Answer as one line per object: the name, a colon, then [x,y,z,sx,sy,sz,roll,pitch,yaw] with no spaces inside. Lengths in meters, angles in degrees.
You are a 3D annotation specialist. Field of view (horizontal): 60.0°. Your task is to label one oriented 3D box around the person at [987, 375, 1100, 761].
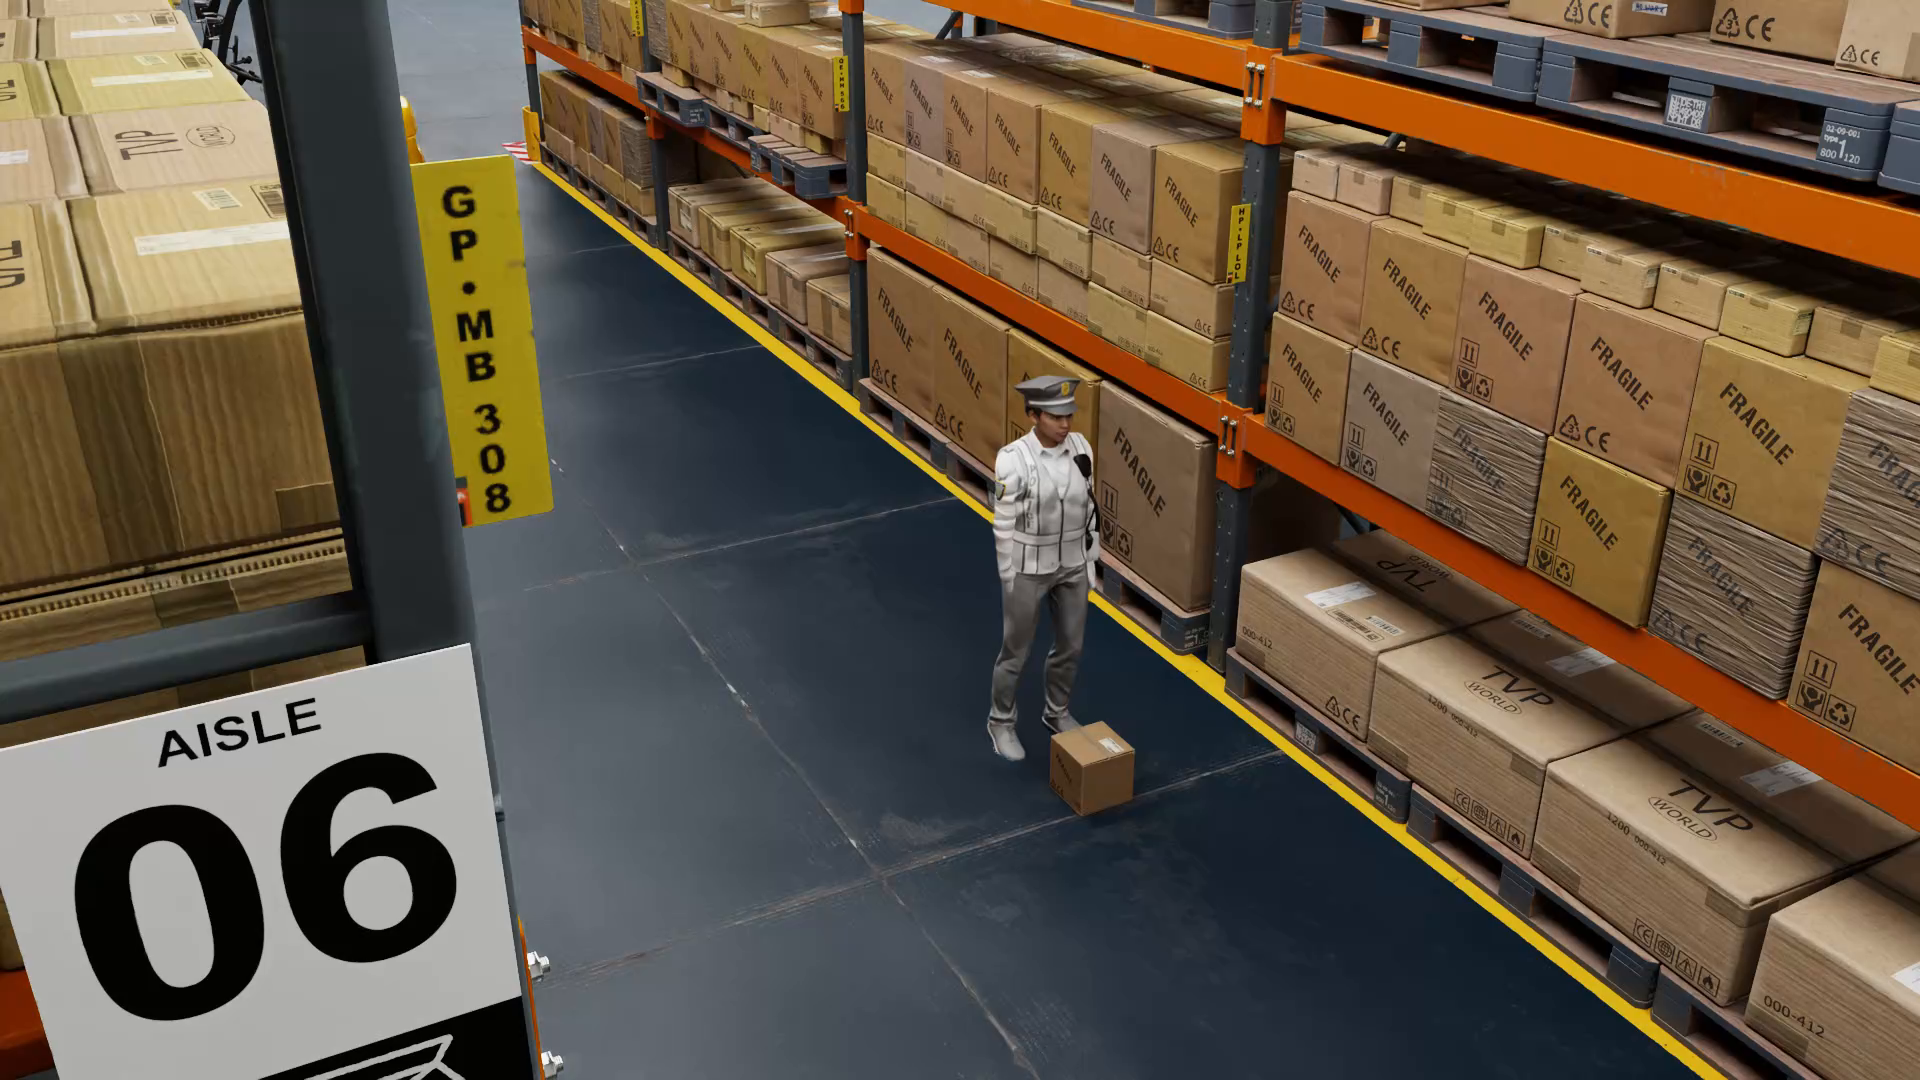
person: [0.360,0.120,6.877,0.470,1.703,0.322,-12,28,-24]
